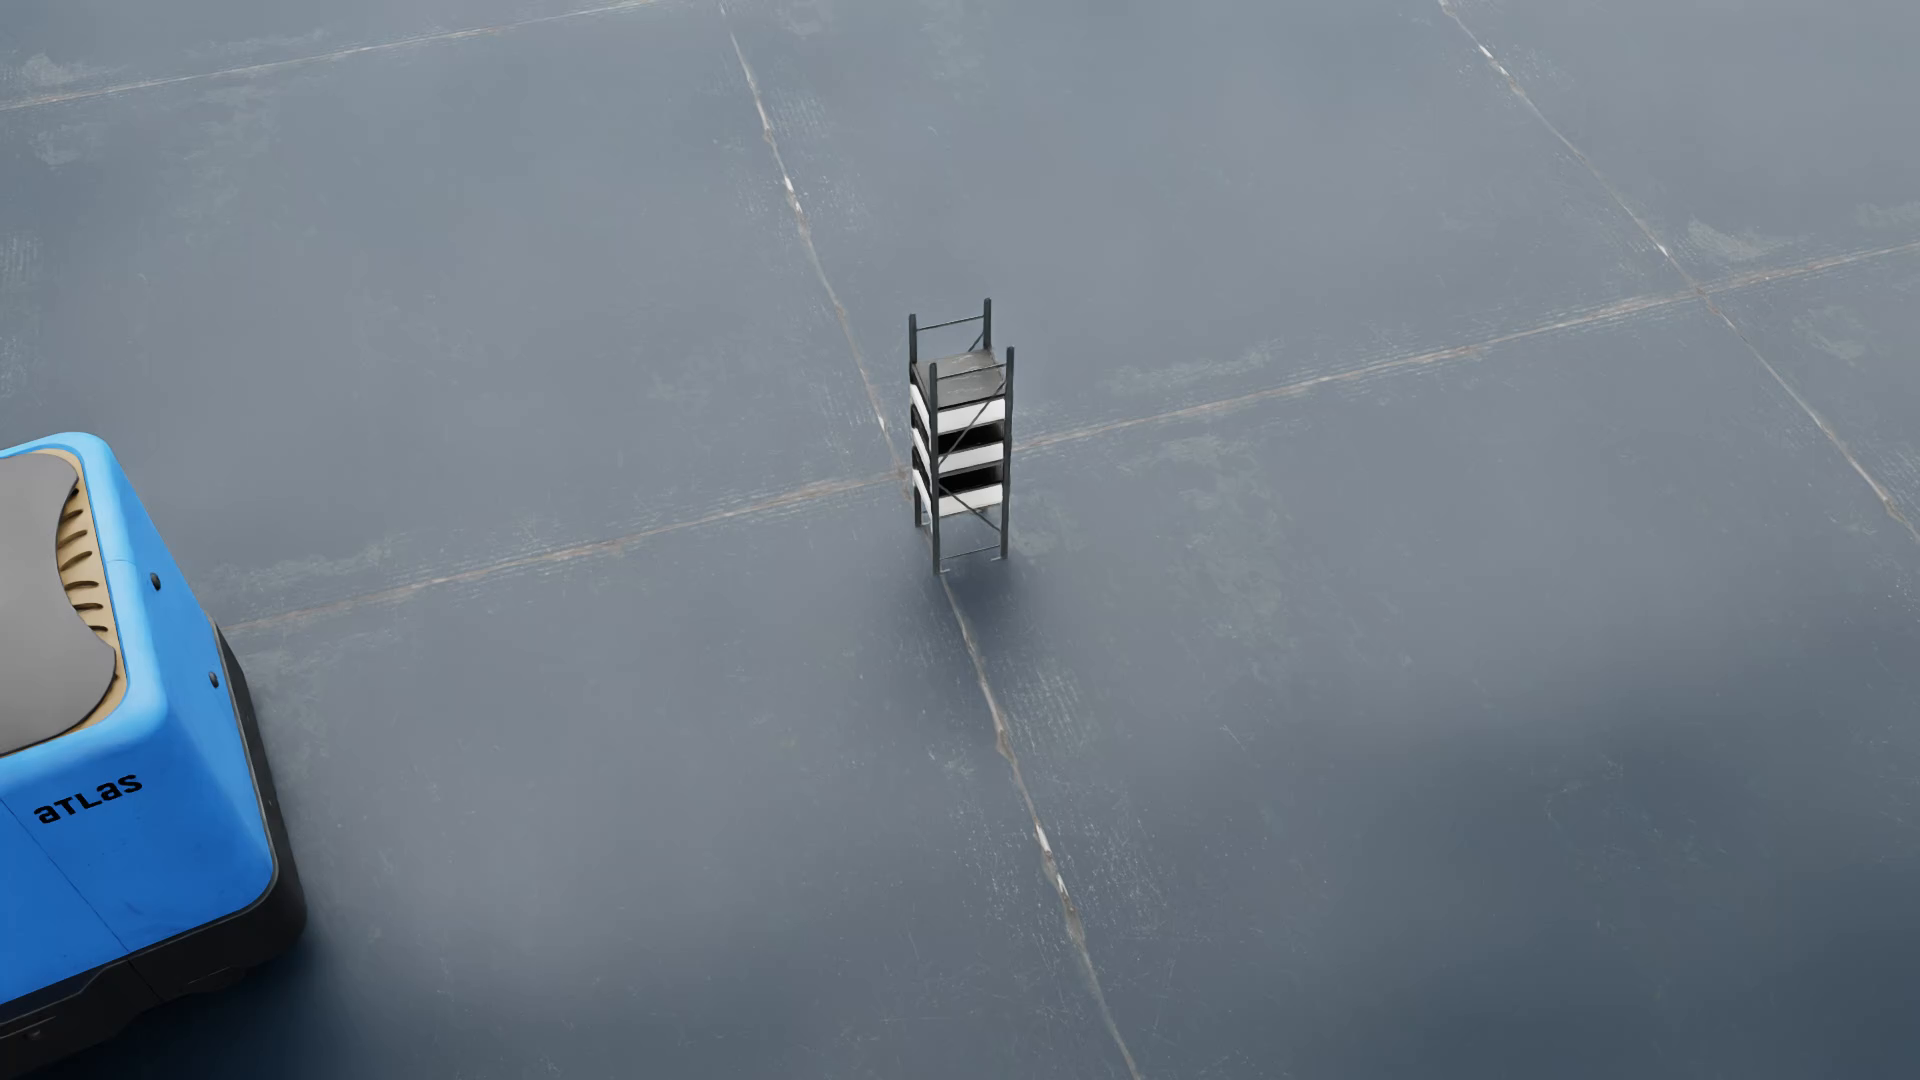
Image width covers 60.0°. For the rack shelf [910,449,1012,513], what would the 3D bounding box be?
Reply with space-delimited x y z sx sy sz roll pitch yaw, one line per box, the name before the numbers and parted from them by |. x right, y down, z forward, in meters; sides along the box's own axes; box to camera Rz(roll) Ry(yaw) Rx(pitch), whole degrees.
rack shelf | 0.002 -0.205 4.995 0.258 0.077 0.200 -13 51 -11

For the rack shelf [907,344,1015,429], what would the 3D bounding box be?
rack shelf | 0.002 -0.437 4.720 0.258 0.077 0.200 -13 51 -11

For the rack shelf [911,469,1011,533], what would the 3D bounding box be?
rack shelf | 0.002 -0.147 5.064 0.258 0.077 0.200 -13 51 -11

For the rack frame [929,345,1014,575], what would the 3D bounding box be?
rack frame | 0.032 -0.210 4.838 0.240 0.900 0.006 -13 51 -11

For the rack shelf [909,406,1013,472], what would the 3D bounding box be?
rack shelf | 0.002 -0.321 4.858 0.258 0.077 0.200 -13 51 -11

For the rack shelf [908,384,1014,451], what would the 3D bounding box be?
rack shelf | 0.002 -0.379 4.789 0.258 0.077 0.200 -13 51 -11

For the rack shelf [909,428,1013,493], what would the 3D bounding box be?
rack shelf | 0.002 -0.263 4.926 0.258 0.077 0.200 -13 51 -11

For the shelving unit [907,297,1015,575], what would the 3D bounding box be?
shelving unit | 0.002 -0.284 4.901 0.258 0.900 0.210 -13 51 -11

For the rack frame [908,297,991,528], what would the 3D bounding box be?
rack frame | -0.028 -0.358 4.964 0.240 0.900 0.006 -13 51 -11

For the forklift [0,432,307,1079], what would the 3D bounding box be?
forklift | -3.251 0.291 3.087 3.031 2.935 1.130 -21 53 -17
